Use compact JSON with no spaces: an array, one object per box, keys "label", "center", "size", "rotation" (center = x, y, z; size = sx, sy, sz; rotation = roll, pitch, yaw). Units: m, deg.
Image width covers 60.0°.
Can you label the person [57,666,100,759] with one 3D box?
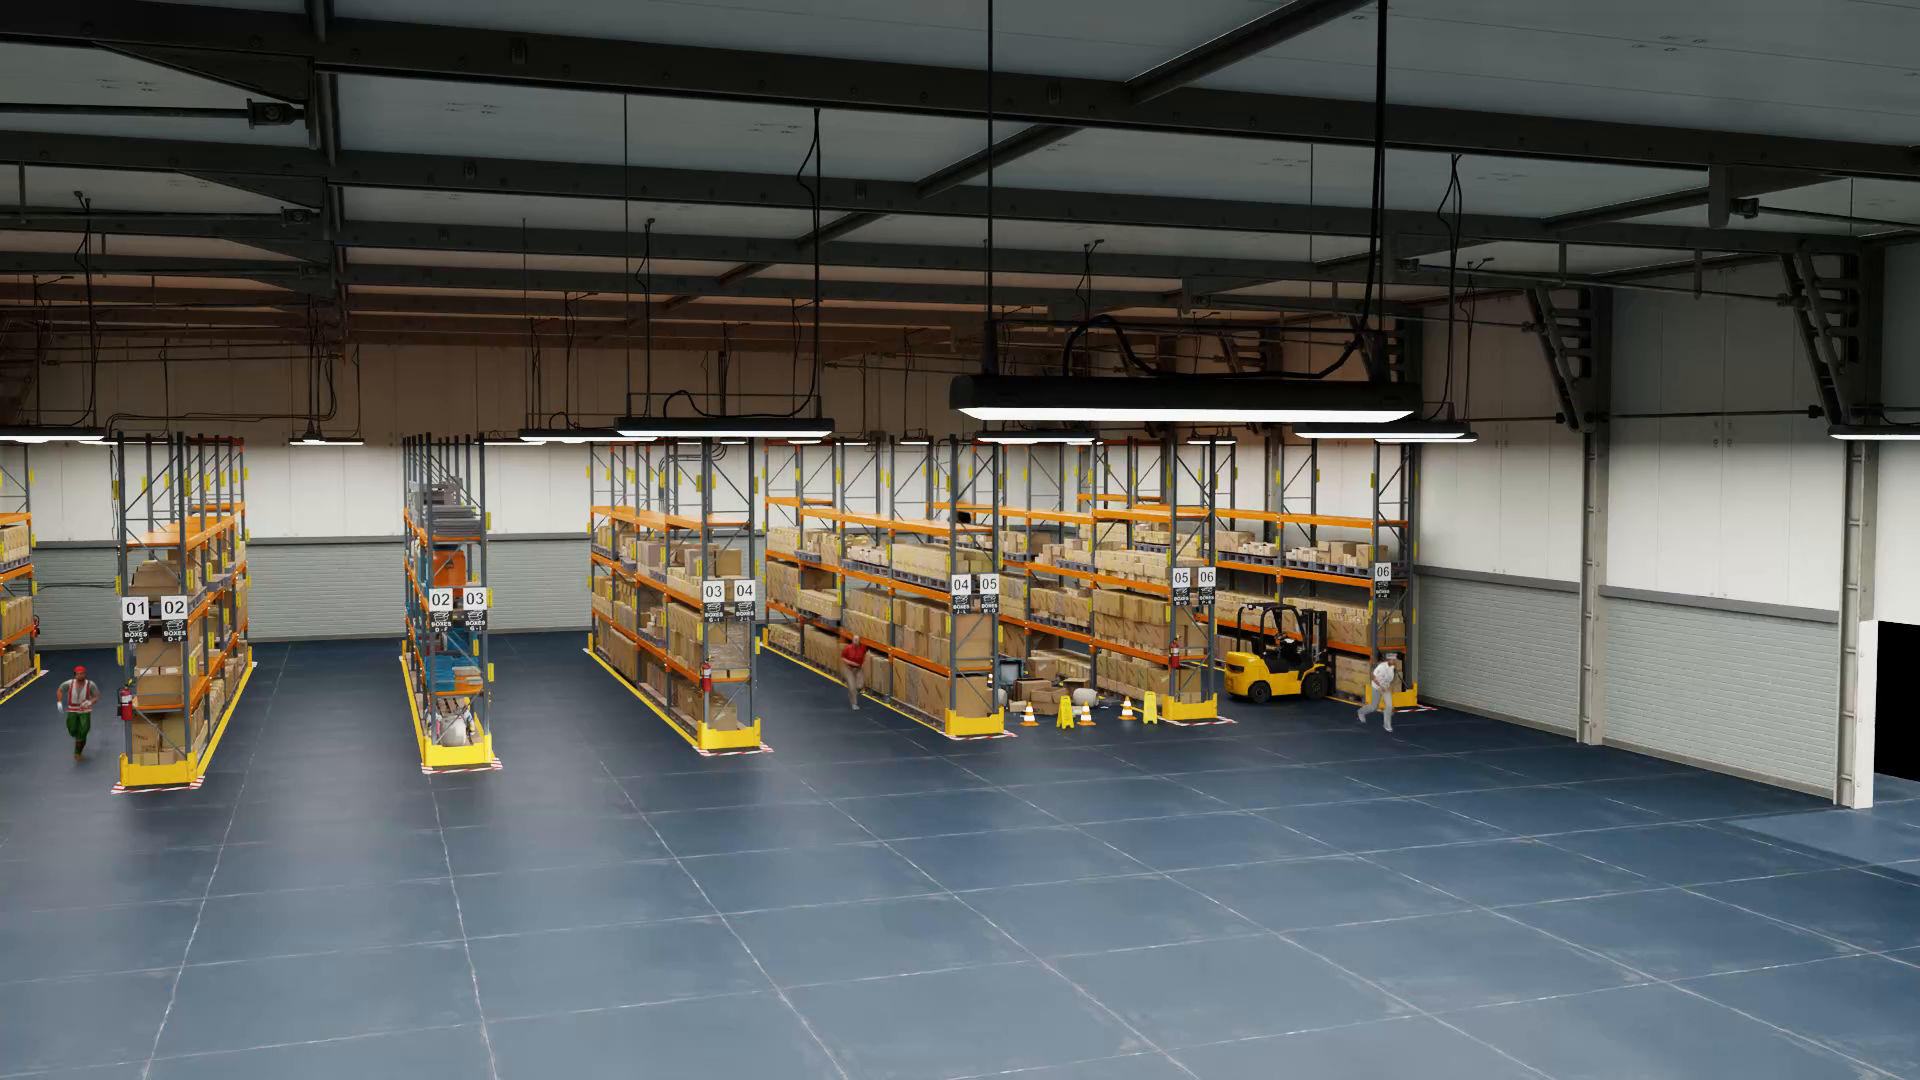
[{"label":"person","center":[-16.165,3.173,30.478],"size":[0.710,1.728,0.663],"rotation":[-1,3,-22]}]

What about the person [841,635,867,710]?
[{"label":"person","center":[-2.298,2.880,36.354],"size":[0.640,1.660,0.734],"rotation":[-1,3,-19]}]

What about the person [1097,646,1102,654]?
[{"label":"person","center":[3.762,2.437,43.319],"size":[0.725,1.798,0.949],"rotation":[-1,3,-18]}]

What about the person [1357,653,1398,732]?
[{"label":"person","center":[8.511,3.070,33.879],"size":[0.601,1.628,0.965],"rotation":[-3,4,-38]}]
